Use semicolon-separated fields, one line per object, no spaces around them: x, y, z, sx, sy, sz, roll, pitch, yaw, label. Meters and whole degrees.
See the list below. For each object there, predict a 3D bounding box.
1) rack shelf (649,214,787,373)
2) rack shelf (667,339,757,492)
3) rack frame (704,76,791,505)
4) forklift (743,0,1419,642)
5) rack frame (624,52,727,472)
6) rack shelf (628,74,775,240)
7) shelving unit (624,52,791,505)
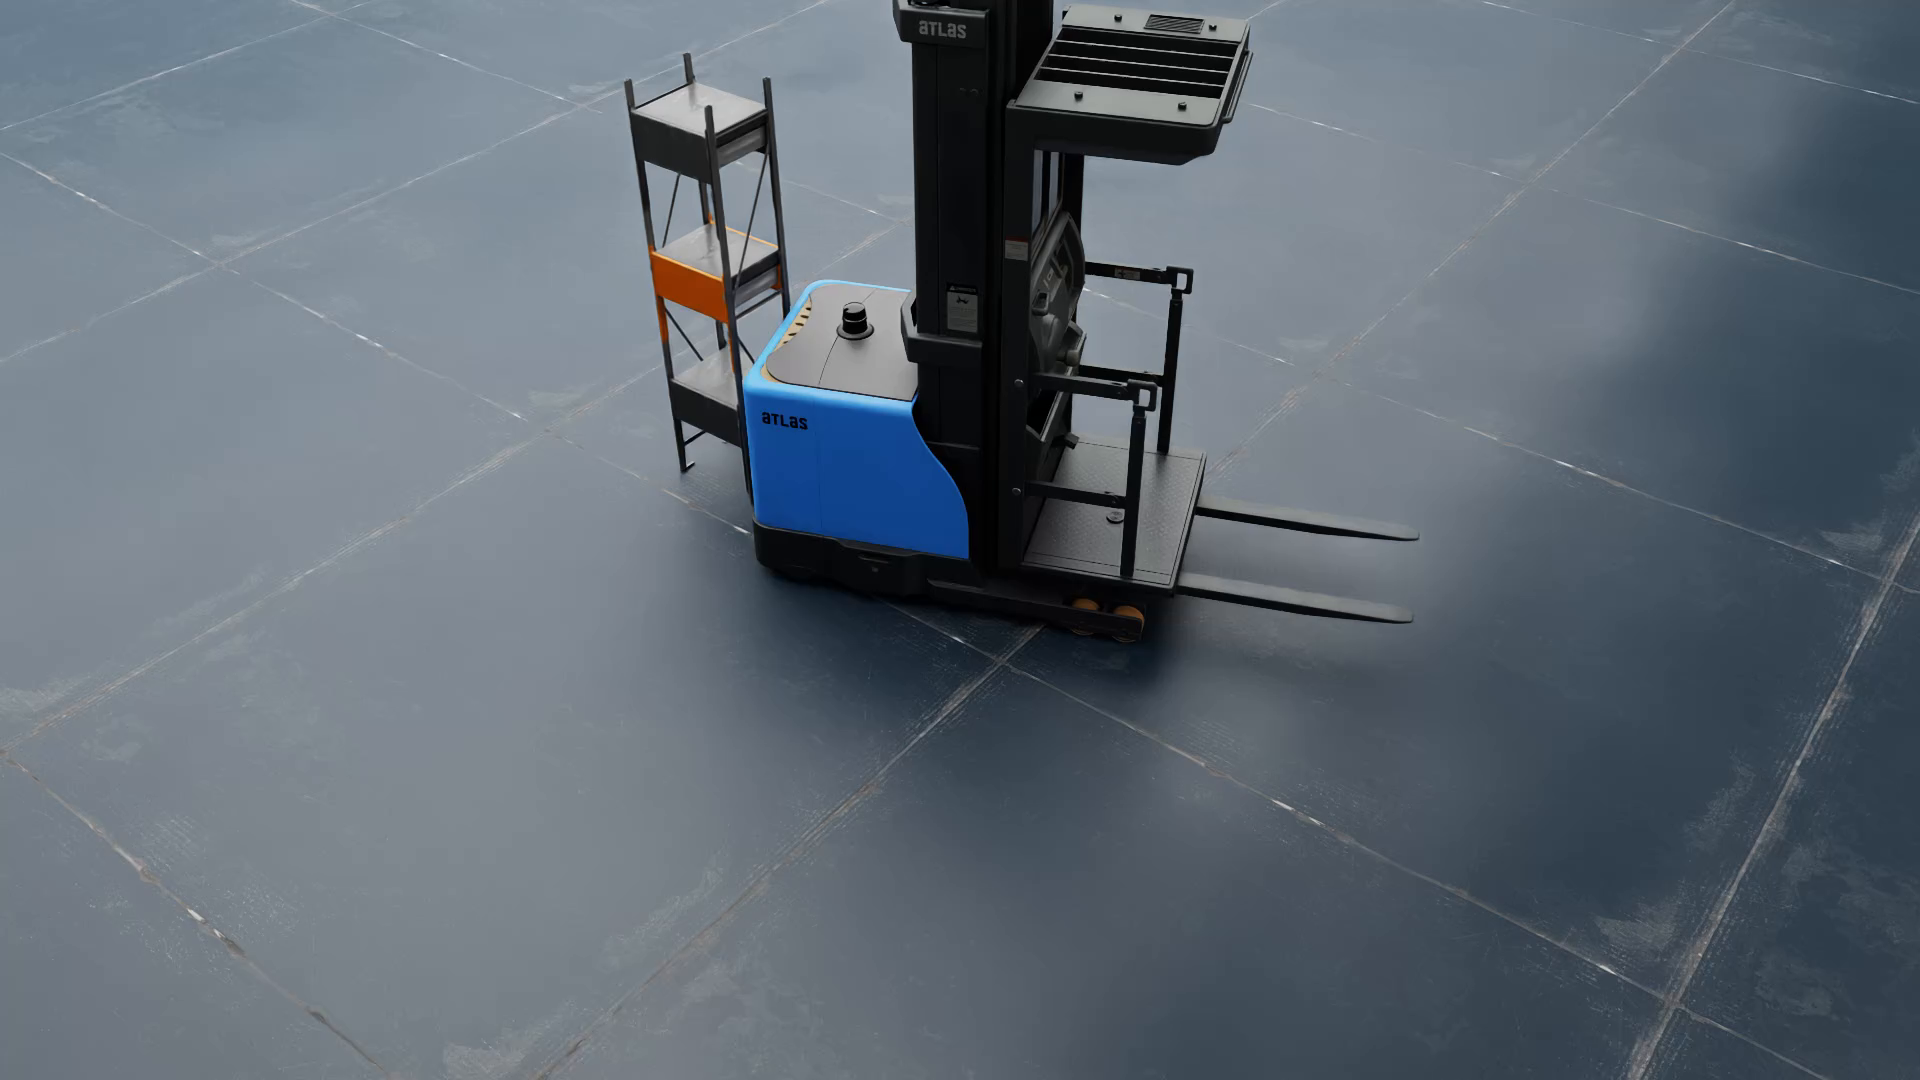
-1.135;-1.181;7.929;0.480;0.518;0.431;25;45;29;rack shelf
-1.125;-0.629;8.360;0.480;0.518;0.431;25;45;29;rack shelf
-0.942;-1.102;7.802;0.015;2.100;0.400;25;45;29;rack frame
0.605;-1.056;7.082;3.031;2.935;1.130;9;39;12;forklift
-1.329;-1.280;8.040;0.015;2.100;0.400;25;45;29;rack frame
-1.146;-1.732;7.499;0.480;0.518;0.431;25;45;29;rack shelf
-1.135;-1.191;7.921;0.503;2.100;0.431;25;45;29;shelving unit
